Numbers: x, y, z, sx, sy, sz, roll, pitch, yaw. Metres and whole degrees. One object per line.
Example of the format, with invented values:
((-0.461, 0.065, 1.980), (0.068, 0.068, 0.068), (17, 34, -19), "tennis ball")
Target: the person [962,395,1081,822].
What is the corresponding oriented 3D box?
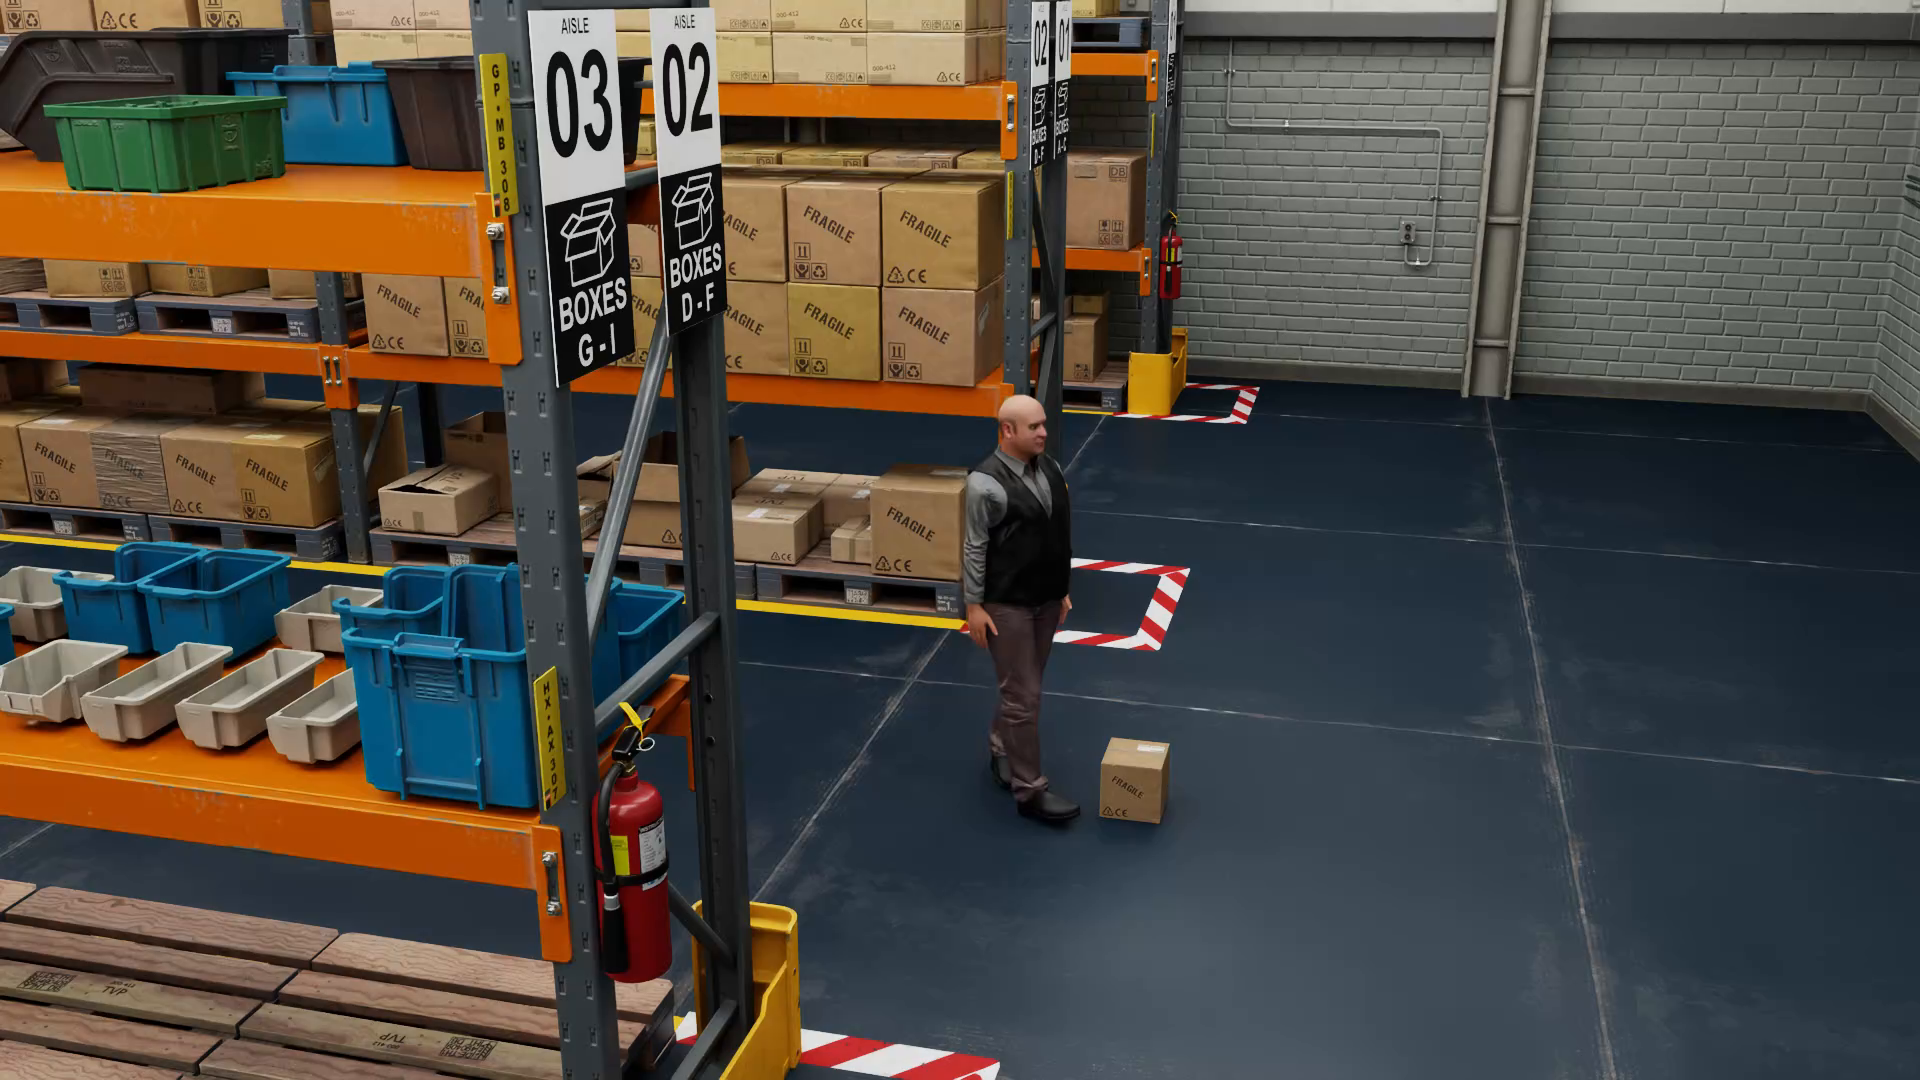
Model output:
((0.307, 0.264, 6.783), (0.670, 1.716, 0.538), (16, 24, 41), "person")
